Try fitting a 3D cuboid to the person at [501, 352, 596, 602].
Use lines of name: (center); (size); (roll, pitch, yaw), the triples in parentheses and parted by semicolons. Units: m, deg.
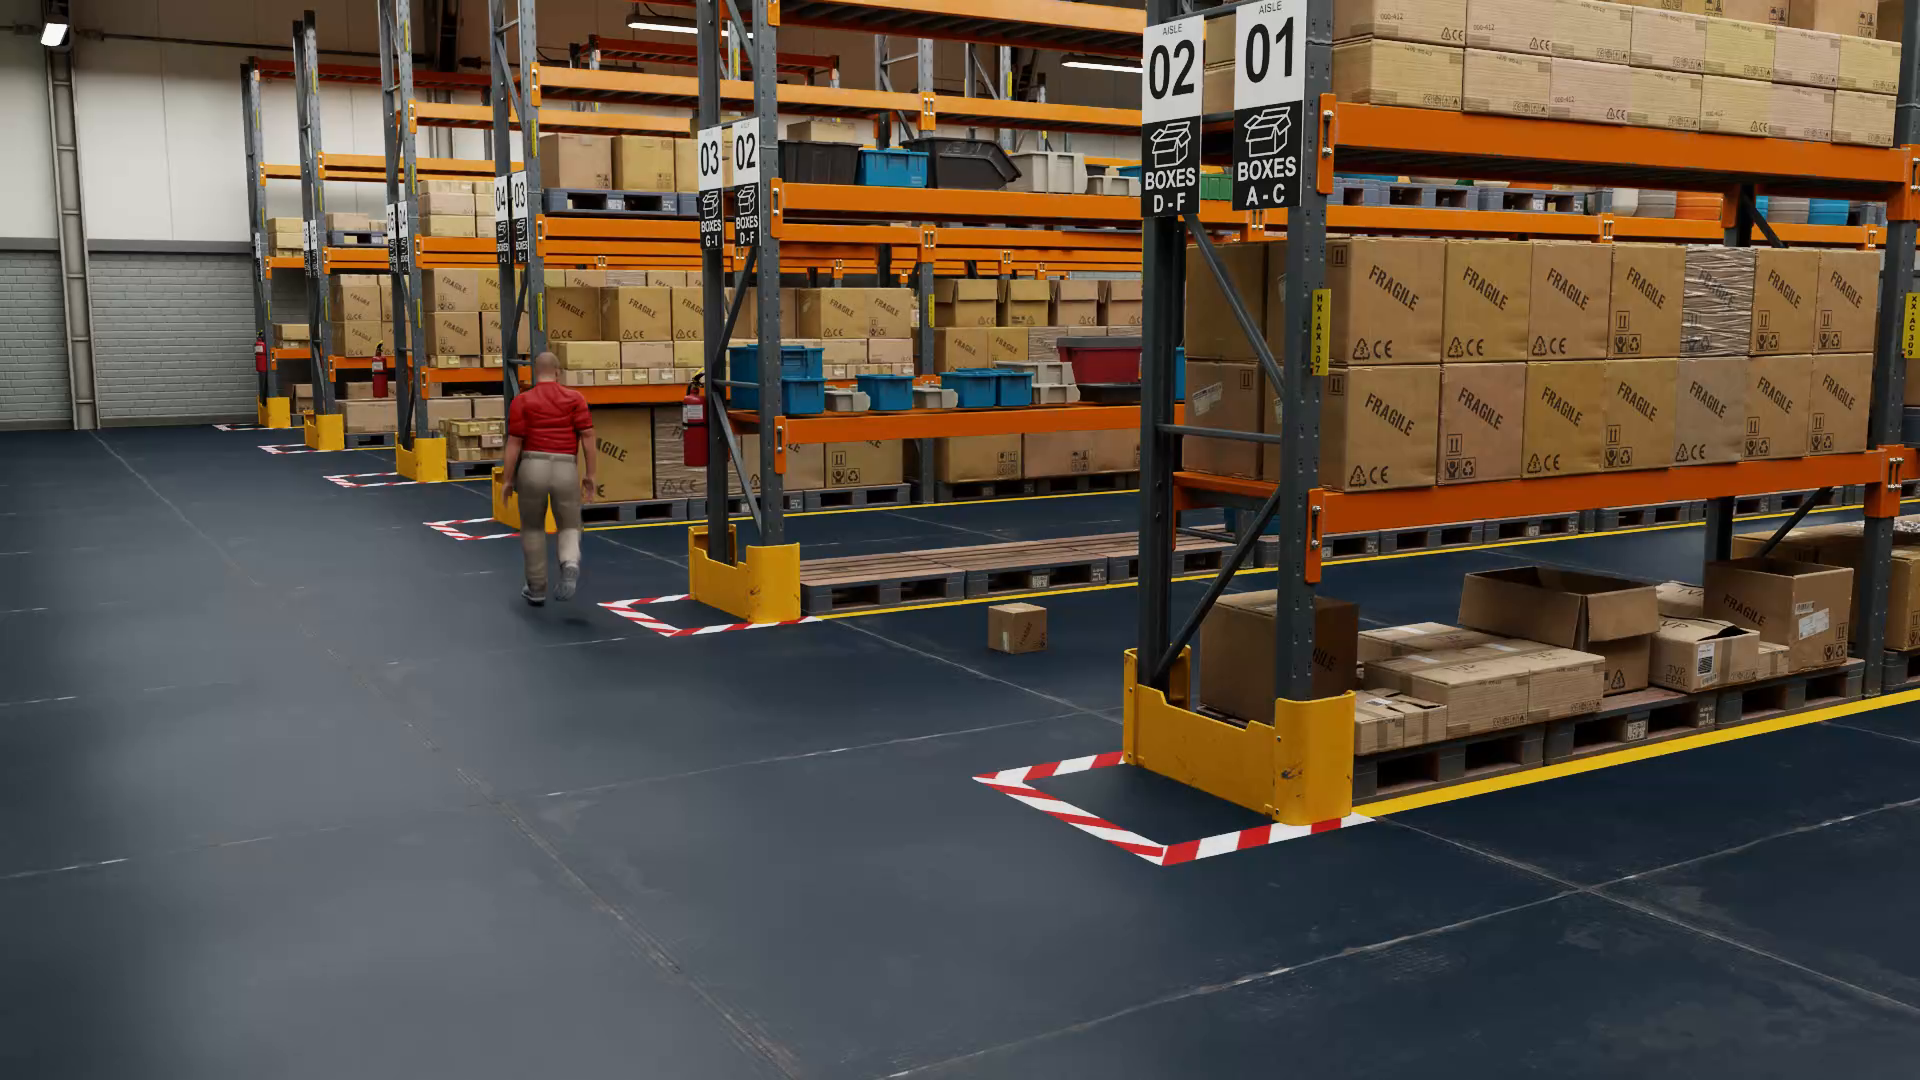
person: (-2.765, -0.412, 11.201); (0.632, 1.692, 0.749); (-3, 9, -19)
